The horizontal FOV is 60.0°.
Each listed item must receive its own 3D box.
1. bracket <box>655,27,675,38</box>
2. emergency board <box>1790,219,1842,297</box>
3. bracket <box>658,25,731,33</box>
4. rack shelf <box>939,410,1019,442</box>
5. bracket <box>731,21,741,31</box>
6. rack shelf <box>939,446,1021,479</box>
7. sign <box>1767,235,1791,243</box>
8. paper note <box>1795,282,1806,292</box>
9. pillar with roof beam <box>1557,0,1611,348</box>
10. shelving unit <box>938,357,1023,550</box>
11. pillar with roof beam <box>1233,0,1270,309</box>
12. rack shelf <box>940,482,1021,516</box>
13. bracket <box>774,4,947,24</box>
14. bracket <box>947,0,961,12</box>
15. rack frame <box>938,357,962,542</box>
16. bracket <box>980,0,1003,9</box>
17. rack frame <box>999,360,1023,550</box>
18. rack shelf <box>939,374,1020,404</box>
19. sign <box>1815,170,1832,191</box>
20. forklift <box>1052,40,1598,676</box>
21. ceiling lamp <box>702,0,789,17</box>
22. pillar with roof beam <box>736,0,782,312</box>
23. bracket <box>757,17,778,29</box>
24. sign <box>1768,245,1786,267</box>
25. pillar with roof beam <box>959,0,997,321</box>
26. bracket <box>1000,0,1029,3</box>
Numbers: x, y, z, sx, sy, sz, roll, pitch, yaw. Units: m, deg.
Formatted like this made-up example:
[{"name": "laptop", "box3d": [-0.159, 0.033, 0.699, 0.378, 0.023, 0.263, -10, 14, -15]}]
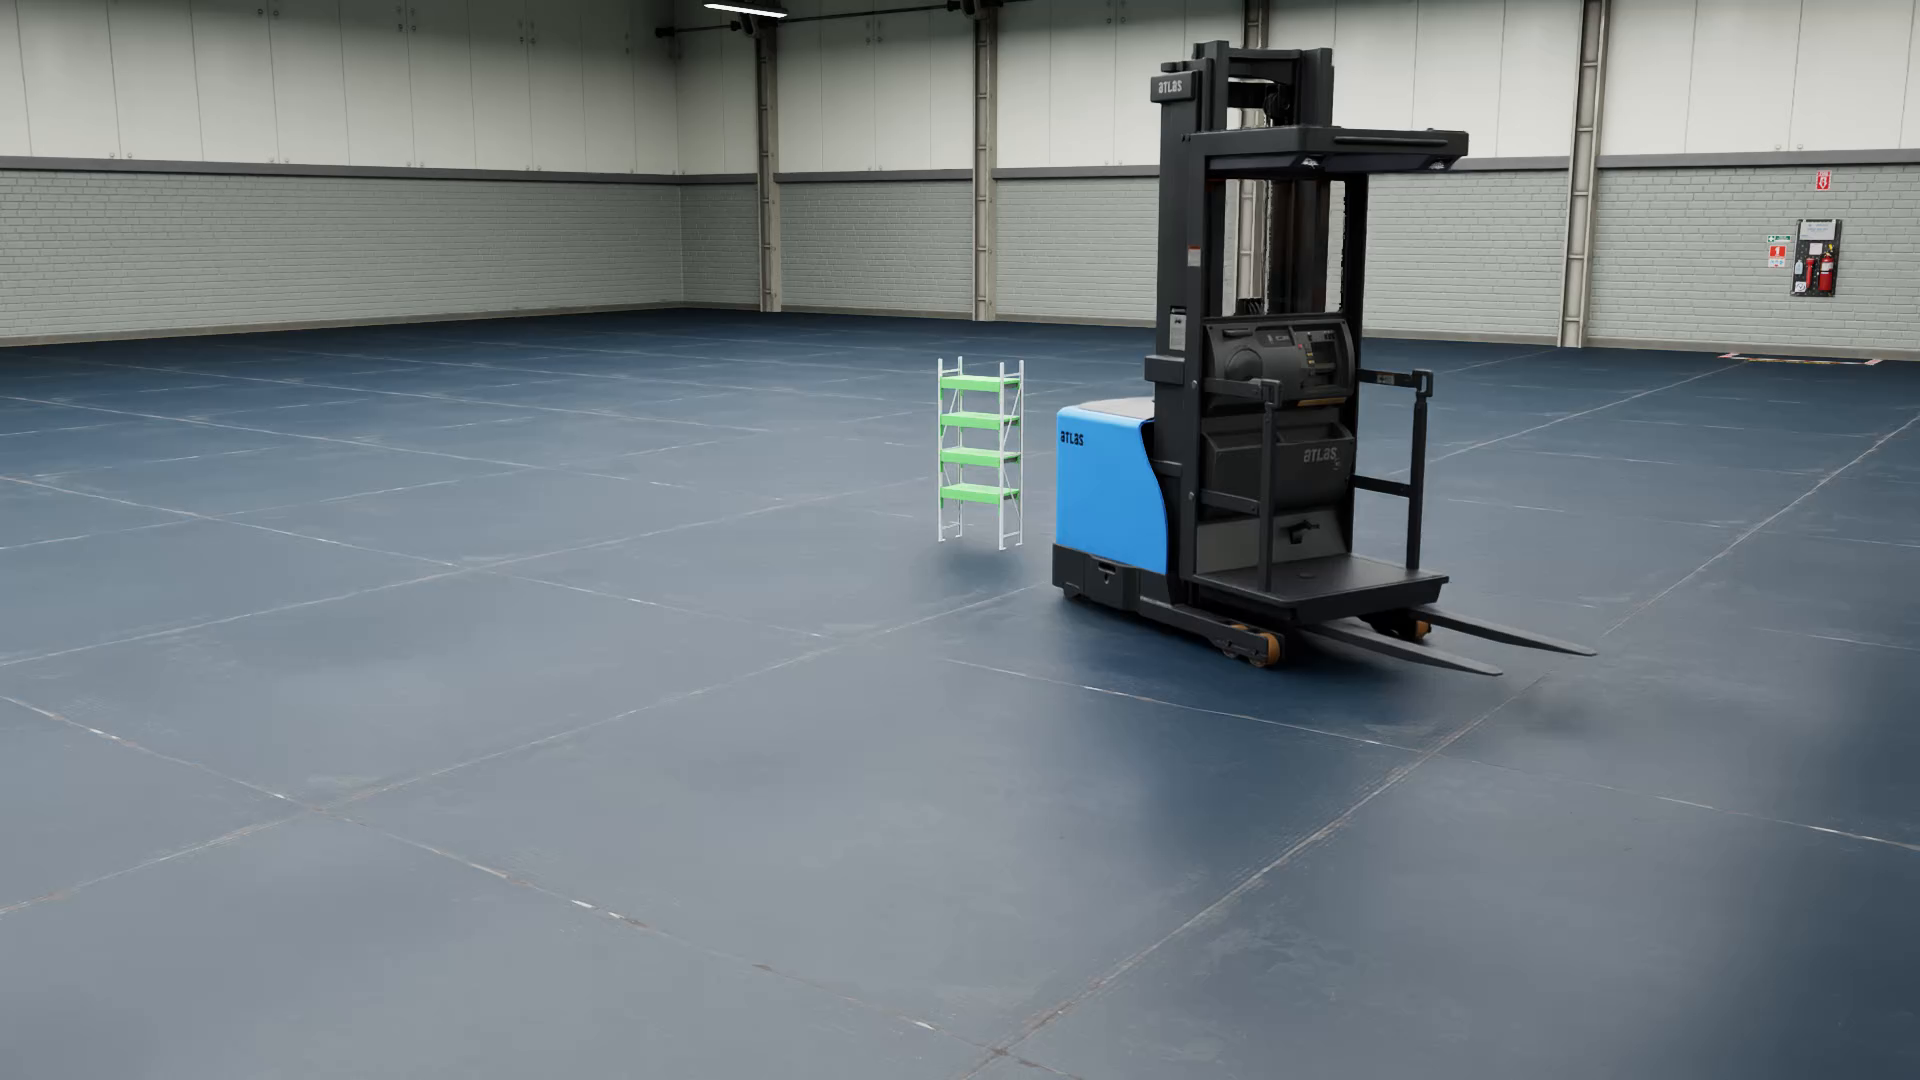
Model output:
[{"name": "bracket", "box3d": [-6.784, -11.687, 38.270, 0.430, 0.232, 0.235, 8, 13, 36]}, {"name": "emergency board", "box3d": [13.046, -4.301, 25.363, 0.643, 1.169, 0.194, 8, 13, 36]}, {"name": "bracket", "box3d": [-6.308, -11.620, 37.927, 3.189, 0.066, 0.076, 8, 13, 36]}, {"name": "rack shelf", "box3d": [0.133, -0.743, 10.786, 0.480, 0.148, 0.258, 8, 13, 36]}, {"name": "bracket", "box3d": [-4.874, -11.420, 36.893, 0.430, 0.232, 0.235, 8, 13, 36]}, {"name": "rack shelf", "box3d": [0.133, -0.508, 10.832, 0.480, 0.148, 0.258, 8, 13, 36]}, {"name": "sign", "box3d": [12.660, -4.655, 25.703, 0.331, 0.109, 0.001, 8, 13, 36]}, {"name": "paper note", "box3d": [12.944, -3.899, 25.605, 0.142, 0.148, 0.016, 8, 13, 36]}, {"name": "pillar with roof beam", "box3d": [7.631, -6.978, 23.407, 0.400, 9.000, 9.100, 8, 13, 36]}, {"name": "shelving unit", "box3d": [0.133, -0.570, 10.820, 0.503, 1.200, 0.258, 8, 13, 36]}, {"name": "pillar with roof beam", "box3d": [2.795, -7.653, 26.894, 0.400, 9.000, 9.100, 8, 13, 36]}, {"name": "rack shelf", "box3d": [0.133, -0.272, 10.877, 0.480, 0.148, 0.258, 8, 13, 36]}, {"name": "bracket", "box3d": [-2.128, -11.037, 34.913, 4.783, 0.066, 0.076, 8, 13, 36]}, {"name": "bracket", "box3d": [-0.038, -10.746, 33.406, 0.430, 0.232, 0.235, 8, 13, 36]}, {"name": "rack frame", "box3d": [-0.063, -0.598, 10.961, 0.015, 1.200, 0.240, 8, 13, 36]}, {"name": "bracket", "box3d": [0.632, -10.652, 32.924, 0.430, 0.232, 0.235, 8, 13, 36]}, {"name": "rack frame", "box3d": [0.330, -0.543, 10.678, 0.015, 1.200, 0.240, 8, 13, 36]}, {"name": "rack shelf", "box3d": [0.133, -0.979, 10.740, 0.480, 0.148, 0.258, 8, 13, 36]}, {"name": "sign", "box3d": [13.098, -5.455, 25.227, 0.199, 0.298, 0.001, 8, 13, 36]}, {"name": "forklift", "box3d": [1.721, -0.935, 8.145, 1.130, 2.935, 3.031, -7, 13, -31]}, {"name": "ceiling lamp", "box3d": [-4.151, -11.333, 30.549, 0.800, 3.185, 2.000, 8, 13, 36]}, {"name": "pillar with roof beam", "box3d": [-6.877, -9.002, 33.868, 0.548, 9.000, 9.100, 8, 13, 36]}, {"name": "bracket", "box3d": [-4.205, -11.327, 36.411, 0.430, 0.232, 0.235, 8, 13, 36]}, {"name": "sign", "box3d": [12.661, -4.396, 25.763, 0.234, 0.329, 0.001, 8, 13, 36]}, {"name": "pillar with roof beam", "box3d": [-2.041, -8.327, 30.381, 0.548, 9.000, 9.100, 8, 13, 36]}, {"name": "bracket", "box3d": [2.708, -10.363, 31.426, 4.783, 0.066, 0.076, 8, 13, 36]}]
